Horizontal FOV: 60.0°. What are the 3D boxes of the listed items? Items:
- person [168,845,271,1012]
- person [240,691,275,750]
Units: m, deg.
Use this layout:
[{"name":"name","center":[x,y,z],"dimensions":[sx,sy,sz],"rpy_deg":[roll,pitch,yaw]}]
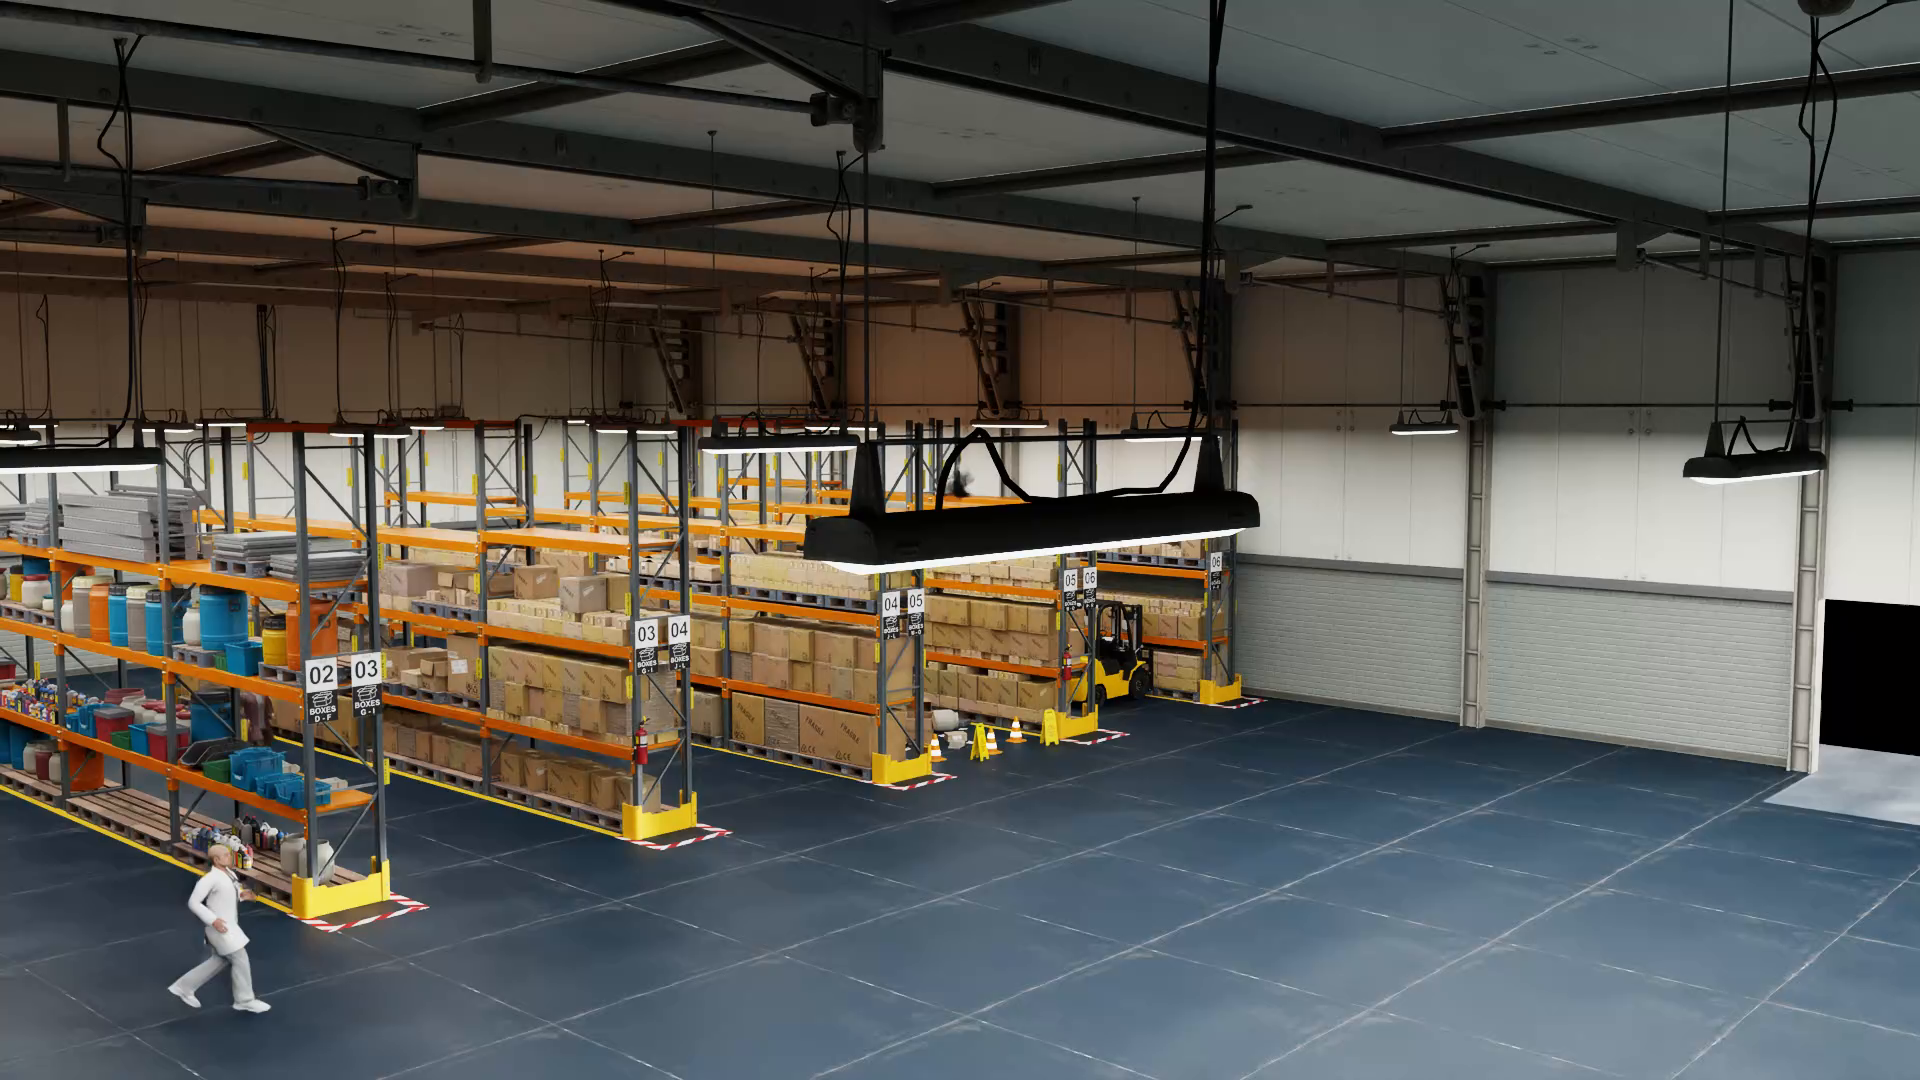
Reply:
[{"name":"person","center":[-7.696,4.035,17.243],"dimensions":[0.972,1.792,0.693],"rpy_deg":[-1,5,-17]},{"name":"person","center":[-11.923,3.165,28.122],"dimensions":[0.826,1.735,0.715],"rpy_deg":[3,6,32]}]
